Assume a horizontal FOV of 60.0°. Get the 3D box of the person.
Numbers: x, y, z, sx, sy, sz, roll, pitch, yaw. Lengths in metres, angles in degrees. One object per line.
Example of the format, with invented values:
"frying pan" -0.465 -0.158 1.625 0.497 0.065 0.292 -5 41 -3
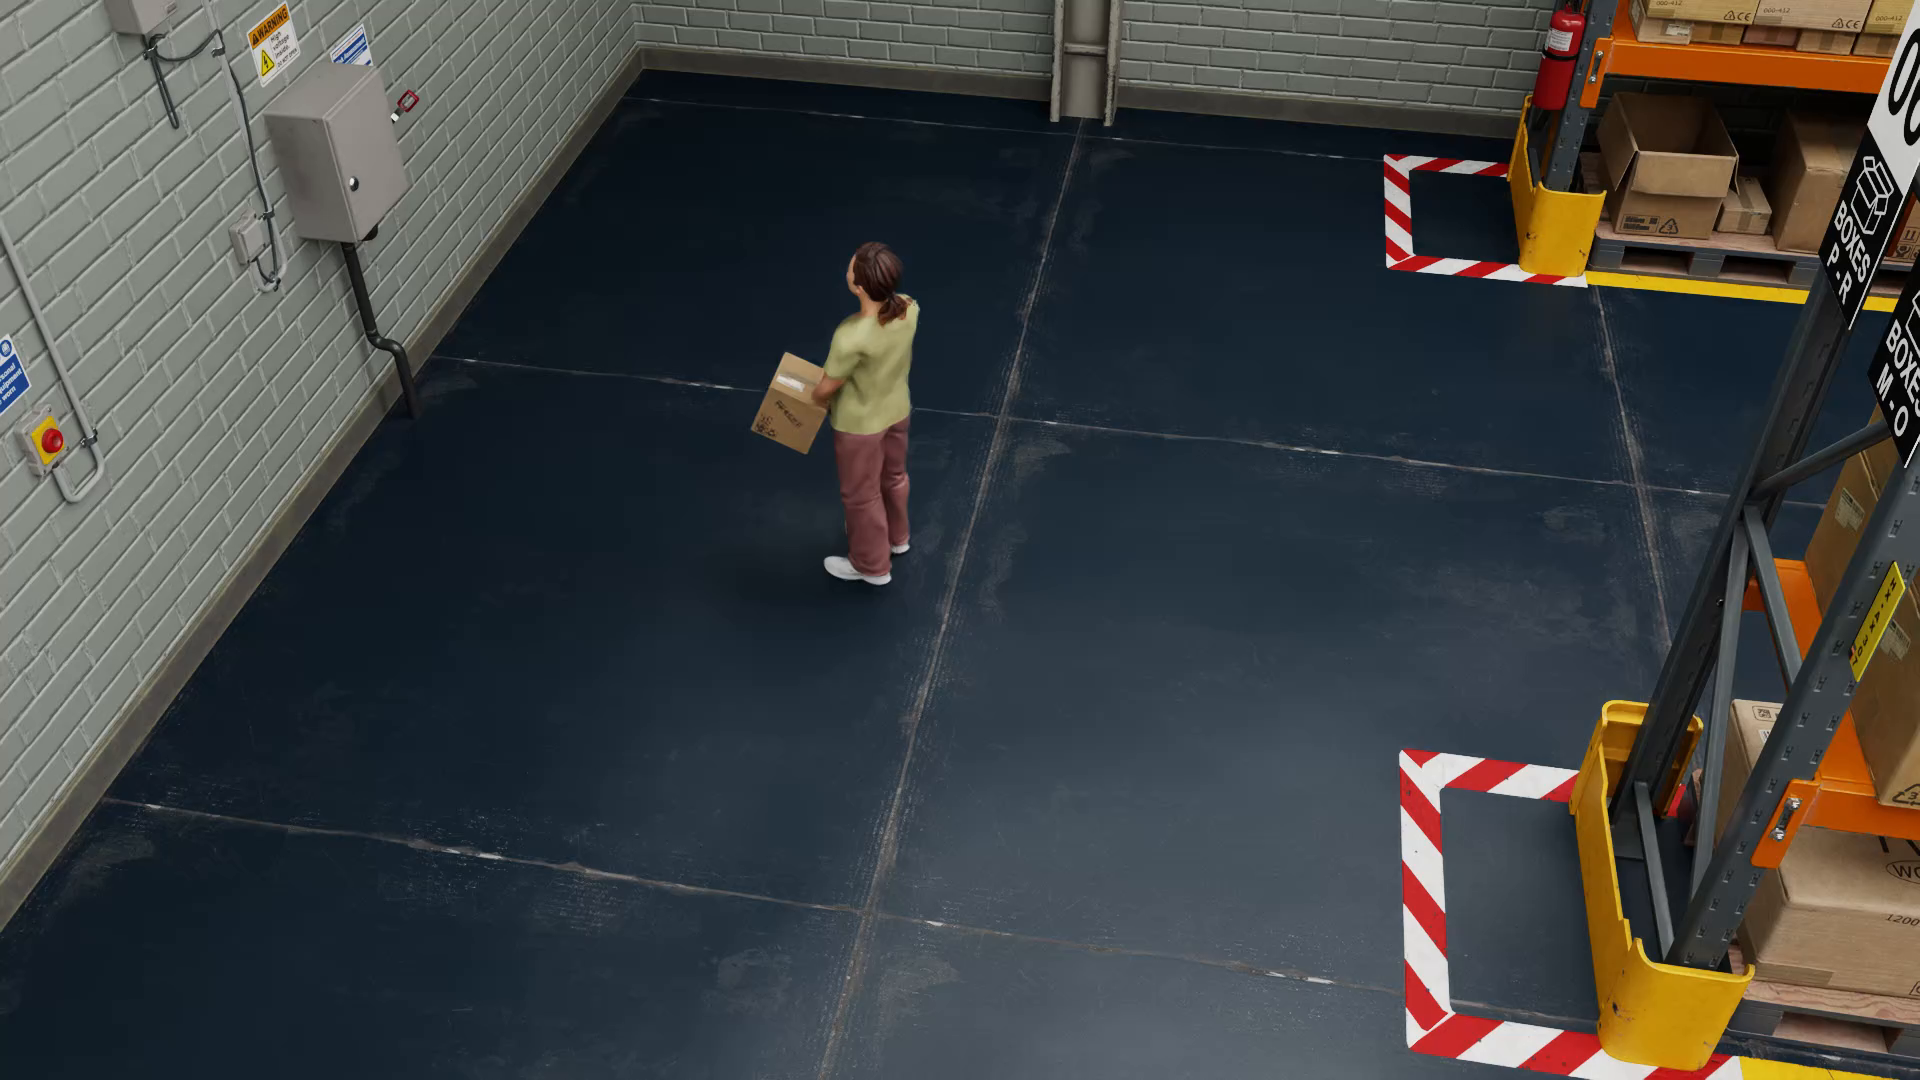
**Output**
"person" -0.389 -0.510 6.746 0.521 1.673 0.482 31 50 31
